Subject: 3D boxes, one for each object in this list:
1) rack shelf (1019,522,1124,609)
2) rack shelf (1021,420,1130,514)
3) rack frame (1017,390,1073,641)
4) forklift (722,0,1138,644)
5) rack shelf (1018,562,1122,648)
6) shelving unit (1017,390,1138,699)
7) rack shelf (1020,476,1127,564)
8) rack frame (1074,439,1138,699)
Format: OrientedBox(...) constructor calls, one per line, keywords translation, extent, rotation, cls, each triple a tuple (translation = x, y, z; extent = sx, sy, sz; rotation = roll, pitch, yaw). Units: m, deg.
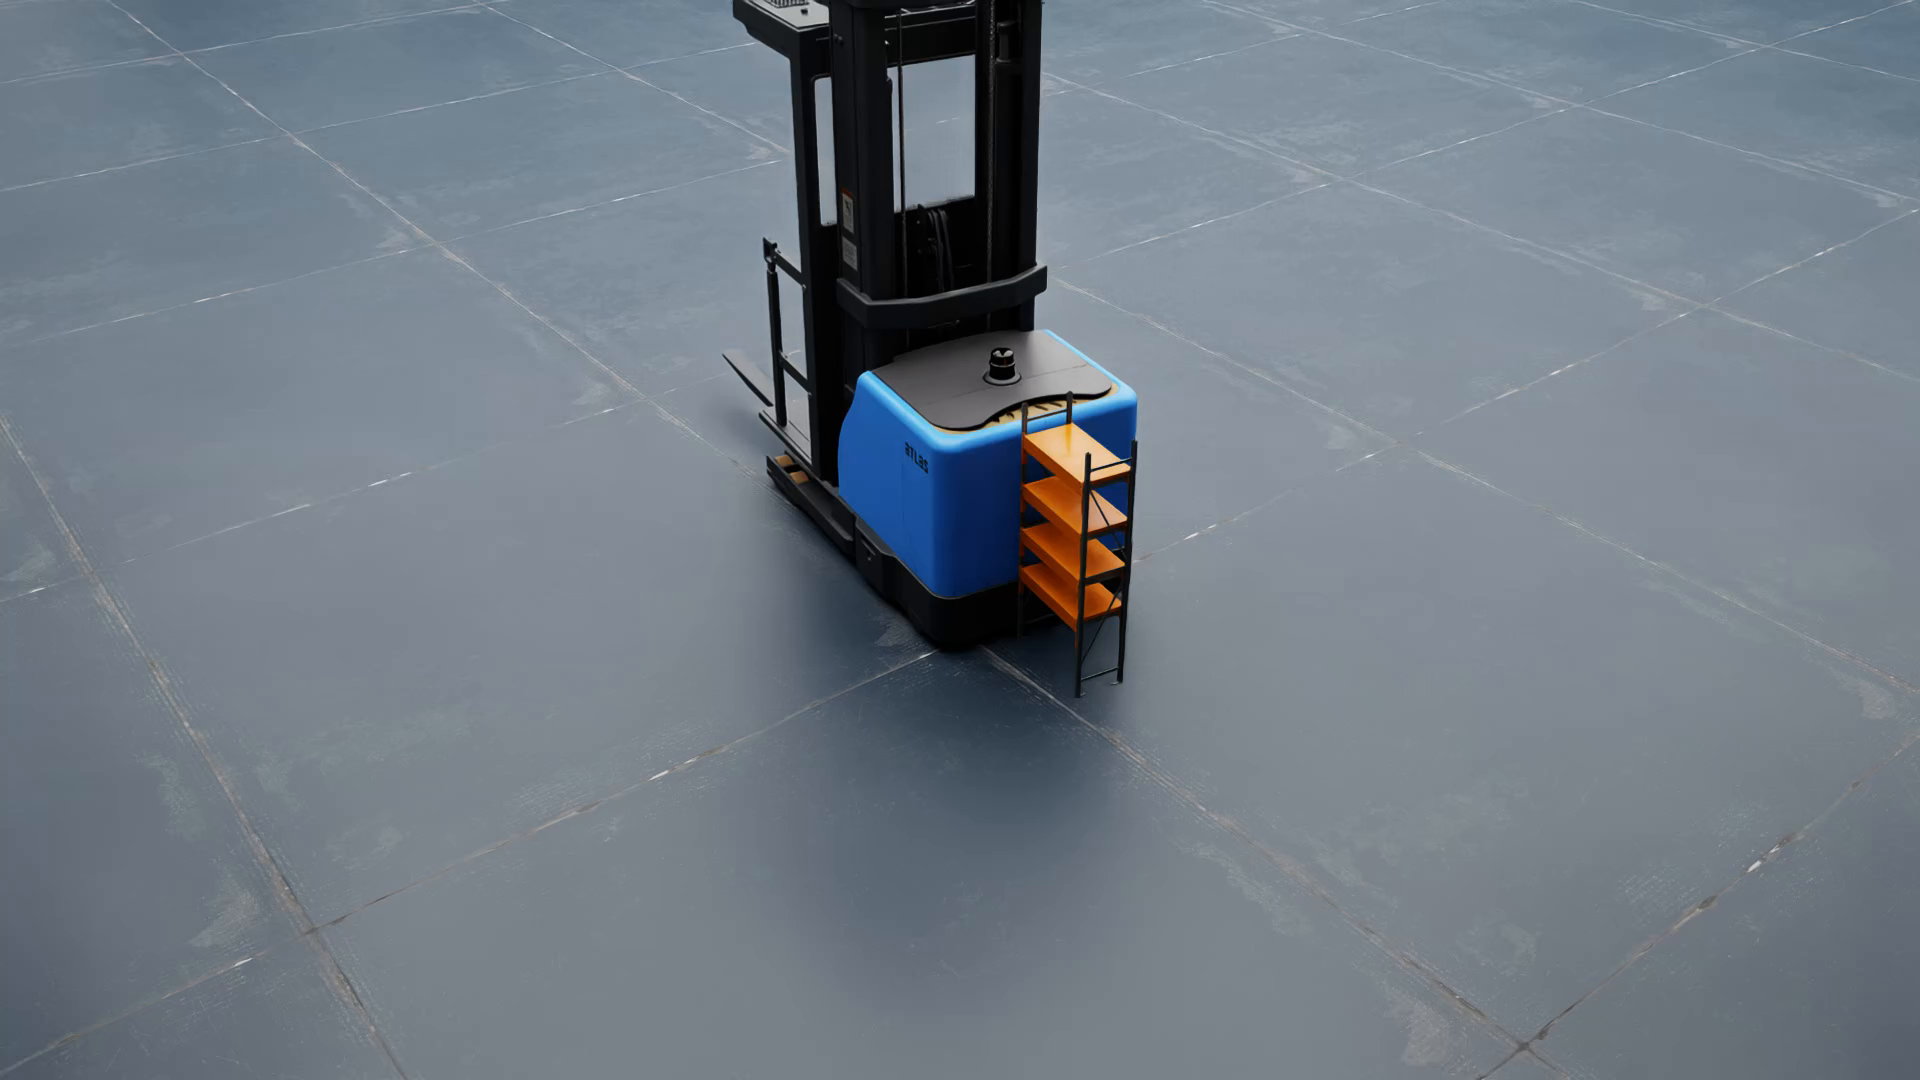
OrientedBox(translation=(0.483, 0.085, 7.104), extent=(0.258, 0.148, 0.480), rotation=(-16, 35, -24), cls="rack shelf")
OrientedBox(translation=(0.483, -0.306, 6.861), extent=(0.258, 0.148, 0.480), rotation=(-16, 35, -24), cls="rack shelf")
OrientedBox(translation=(0.365, -0.085, 7.250), extent=(0.240, 1.200, 0.015), rotation=(-16, 35, -24), cls="rack frame")
OrientedBox(translation=(-0.353, -1.537, 7.947), extent=(1.130, 2.935, 3.031), rotation=(-16, 35, -24), cls="forklift")
OrientedBox(translation=(0.483, 0.253, 7.209), extent=(0.258, 0.148, 0.480), rotation=(-16, 35, -24), cls="rack shelf")
OrientedBox(translation=(0.483, 0.027, 7.069), extent=(0.258, 1.200, 0.503), rotation=(-16, 35, -24), cls="shelving unit")
OrientedBox(translation=(0.483, -0.105, 6.986), extent=(0.258, 0.148, 0.480), rotation=(-16, 35, -24), cls="rack shelf")
OrientedBox(translation=(0.600, 0.140, 6.887), extent=(0.240, 1.200, 0.015), rotation=(-16, 35, -24), cls="rack frame")
